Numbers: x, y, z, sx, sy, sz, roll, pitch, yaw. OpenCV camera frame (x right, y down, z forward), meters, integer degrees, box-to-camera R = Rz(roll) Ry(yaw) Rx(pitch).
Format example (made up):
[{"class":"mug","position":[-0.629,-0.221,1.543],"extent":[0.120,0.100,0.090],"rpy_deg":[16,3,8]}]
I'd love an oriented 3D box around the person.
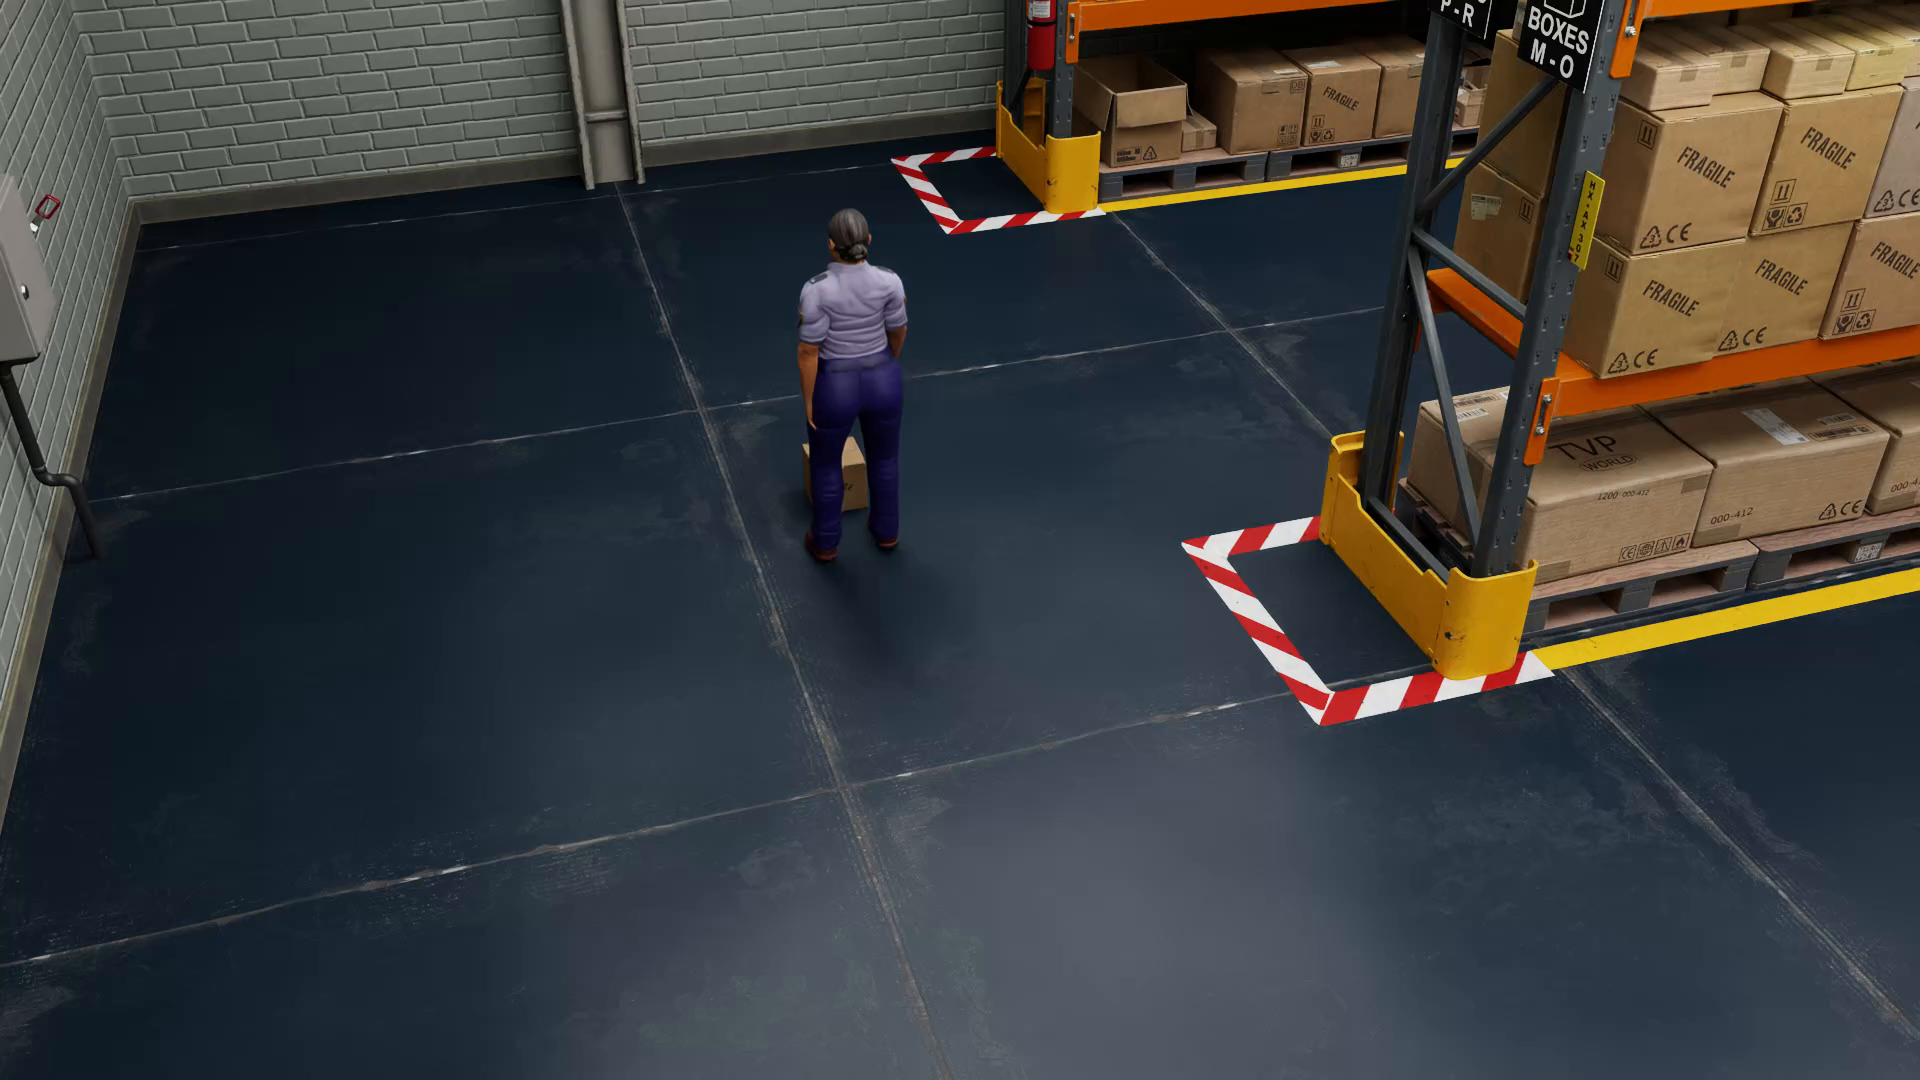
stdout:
[{"class":"person","position":[-0.466,-0.645,7.109],"extent":[0.487,1.654,0.423],"rpy_deg":[-10,35,-14]}]
